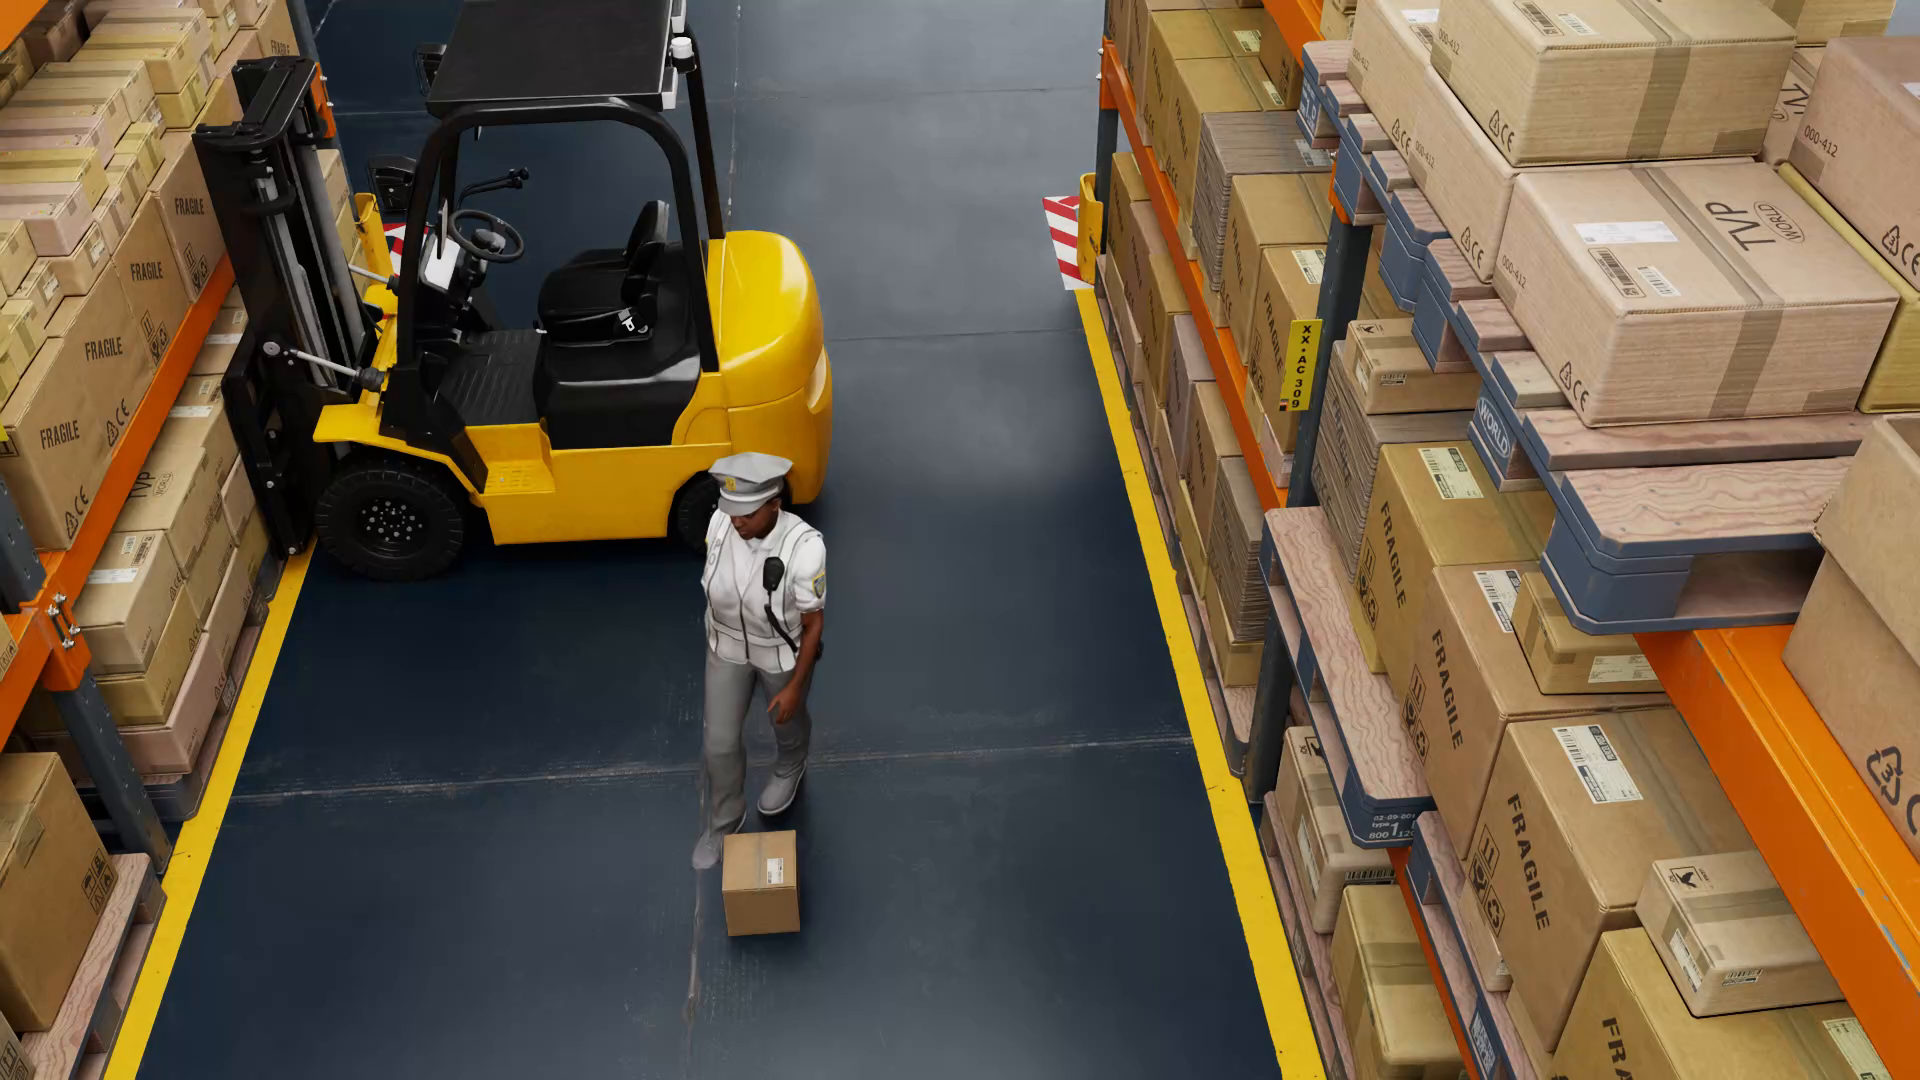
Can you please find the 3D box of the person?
[{"bbox_3d":[-0.682,0.421,5.660,0.497,1.734,0.579,10,40,12],"label":"person"}]
